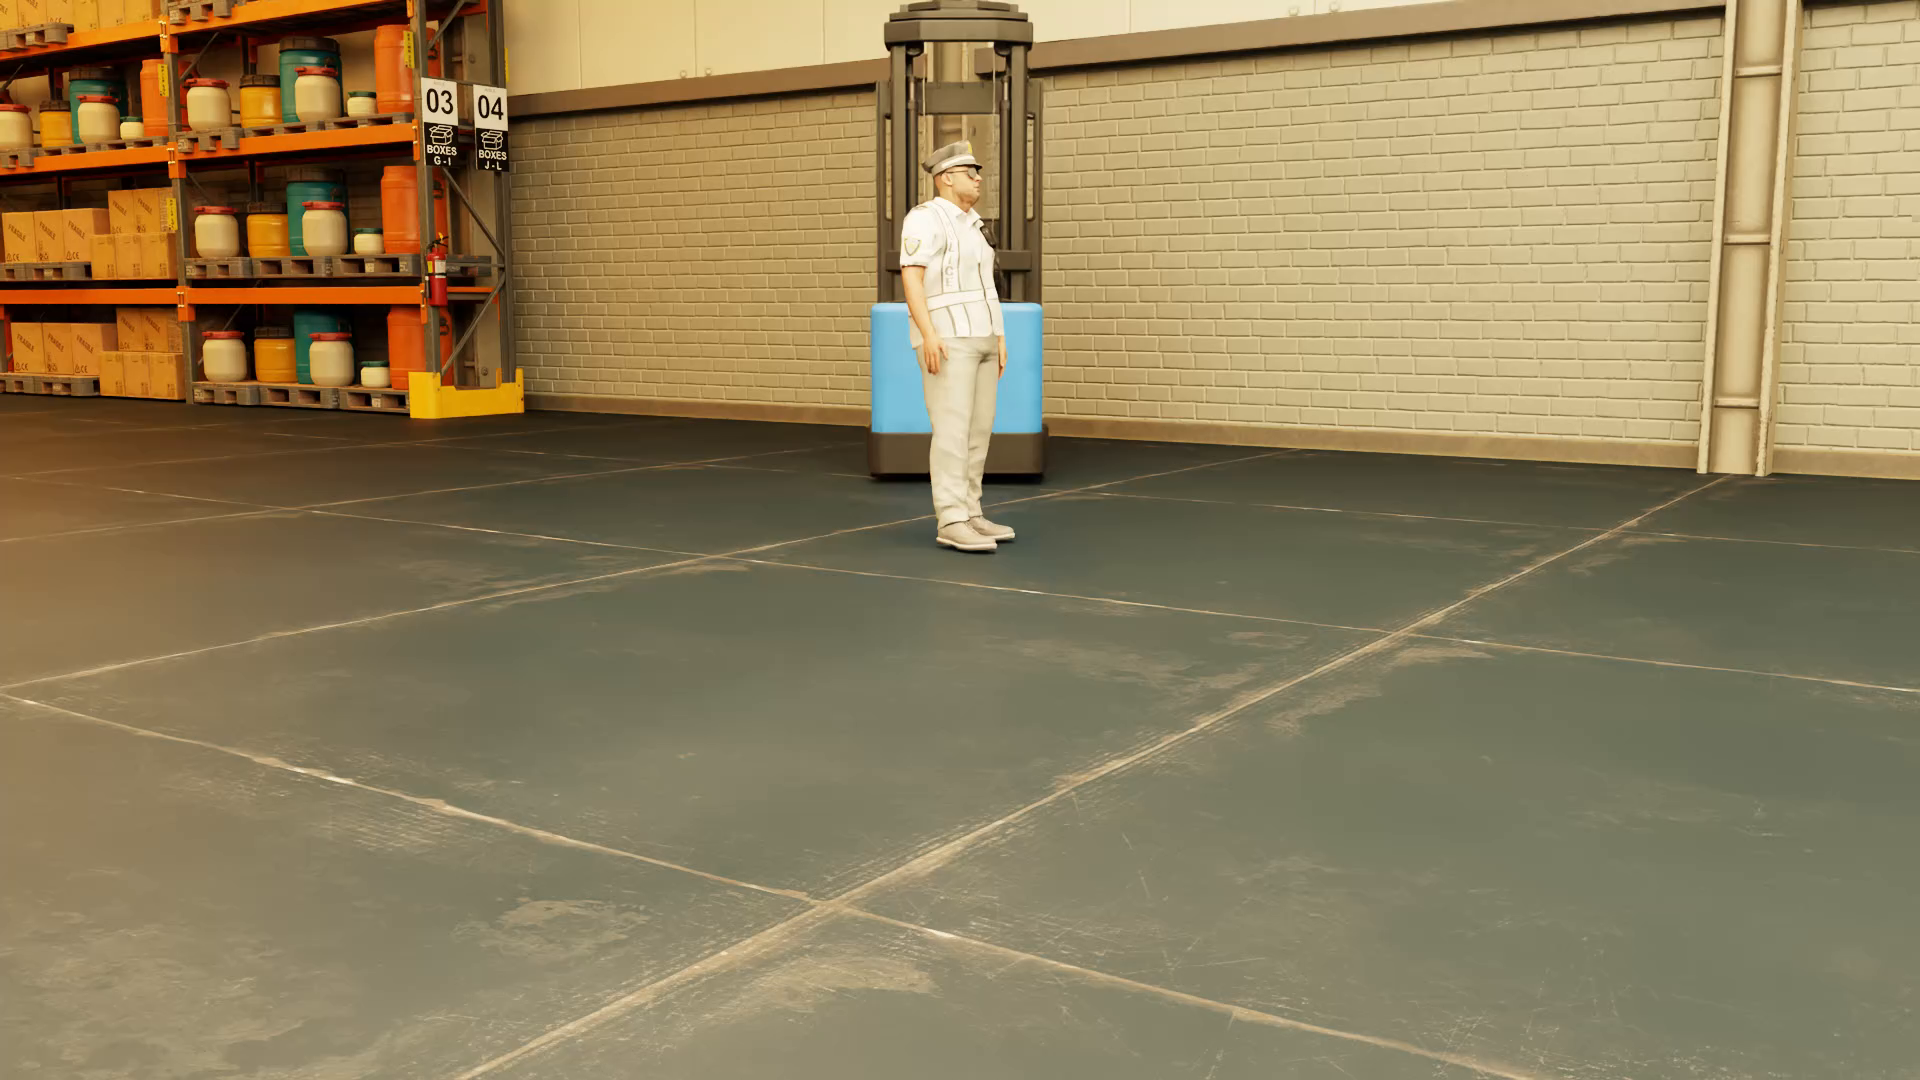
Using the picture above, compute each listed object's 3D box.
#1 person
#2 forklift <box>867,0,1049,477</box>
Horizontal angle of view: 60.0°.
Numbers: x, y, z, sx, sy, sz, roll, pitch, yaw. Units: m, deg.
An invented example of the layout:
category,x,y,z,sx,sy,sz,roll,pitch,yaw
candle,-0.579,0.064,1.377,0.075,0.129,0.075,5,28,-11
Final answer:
category,x,y,z,sx,sy,sz,roll,pitch,yaw
person,0.059,-0.883,7.425,0.574,1.781,0.641,5,10,34
forklift,0.001,-1.987,11.167,1.130,2.935,3.031,0,8,1
